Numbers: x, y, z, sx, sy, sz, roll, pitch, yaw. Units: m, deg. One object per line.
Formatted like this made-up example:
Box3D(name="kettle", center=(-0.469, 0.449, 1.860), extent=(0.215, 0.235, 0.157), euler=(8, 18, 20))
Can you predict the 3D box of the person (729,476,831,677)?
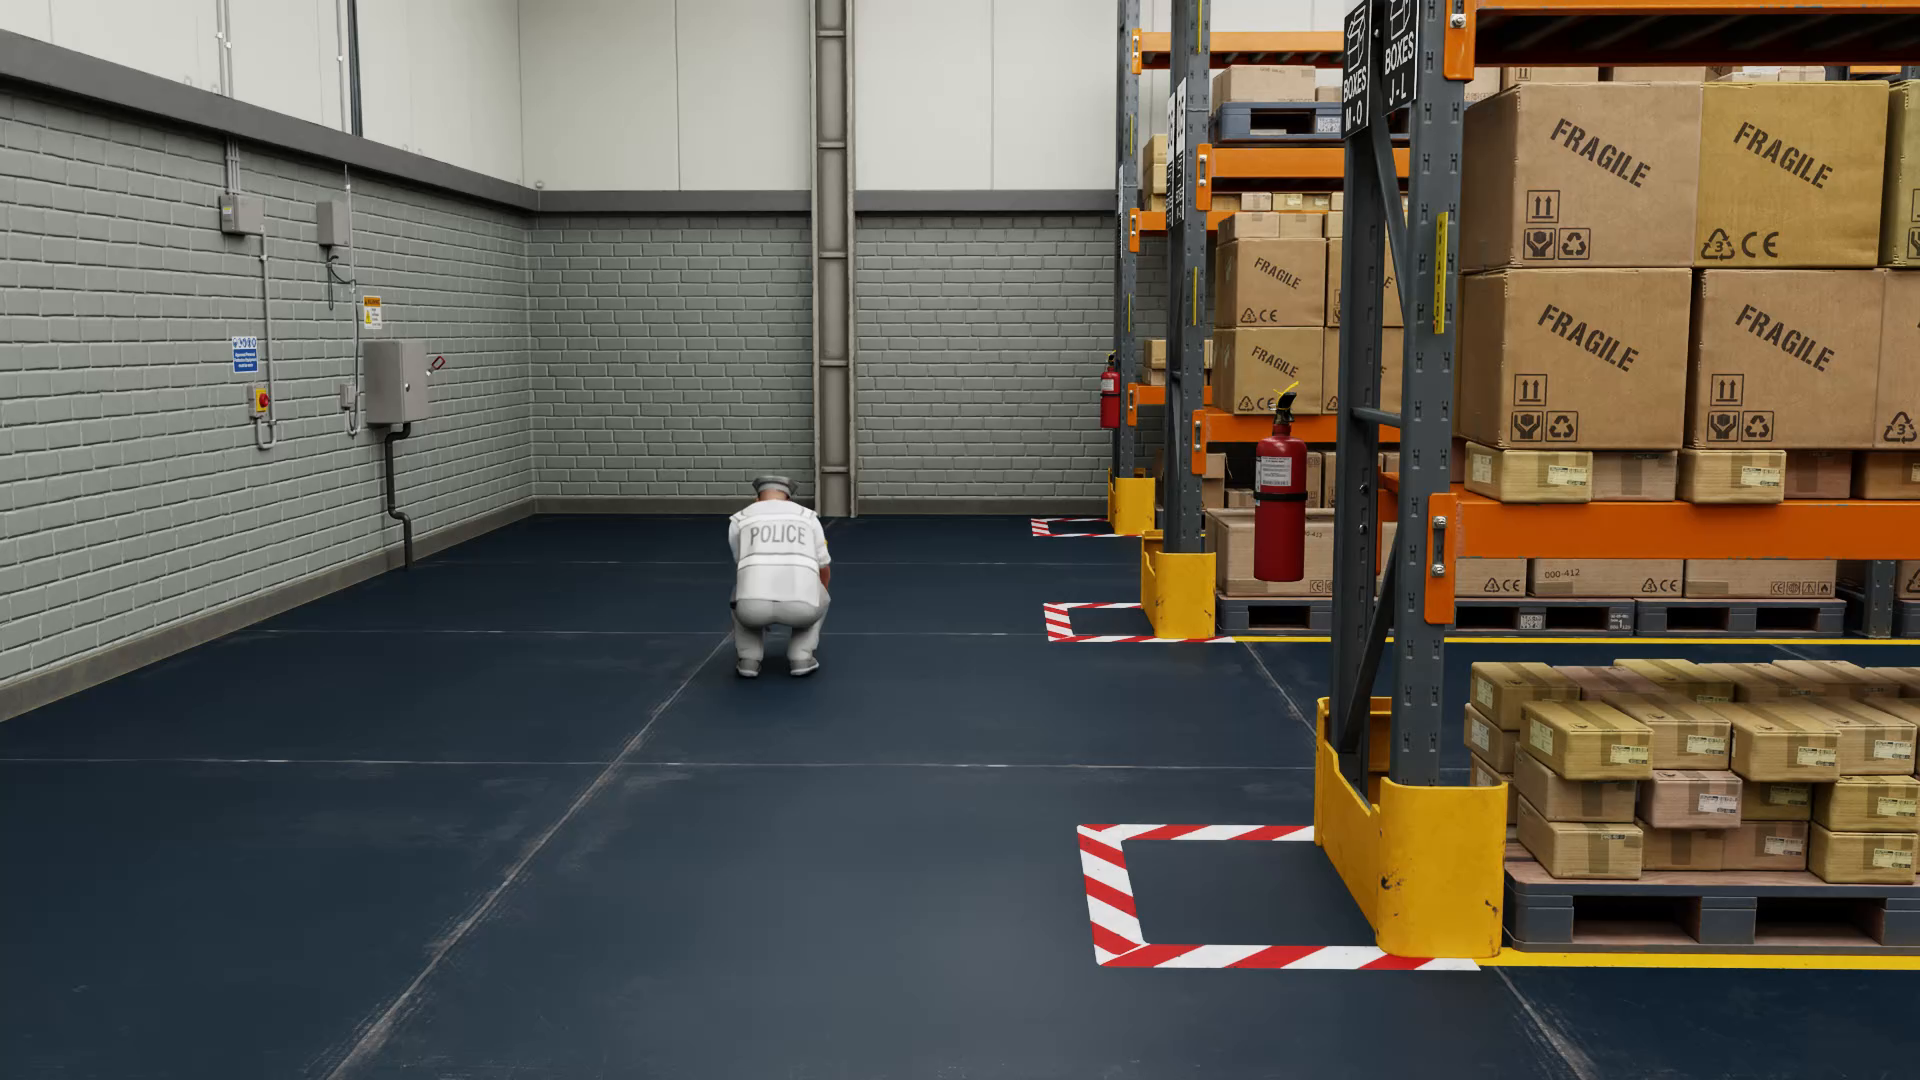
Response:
Box3D(name="person", center=(-0.961, 0.188, 8.778), extent=(0.536, 1.013, 0.903), euler=(0, 7, 1))
